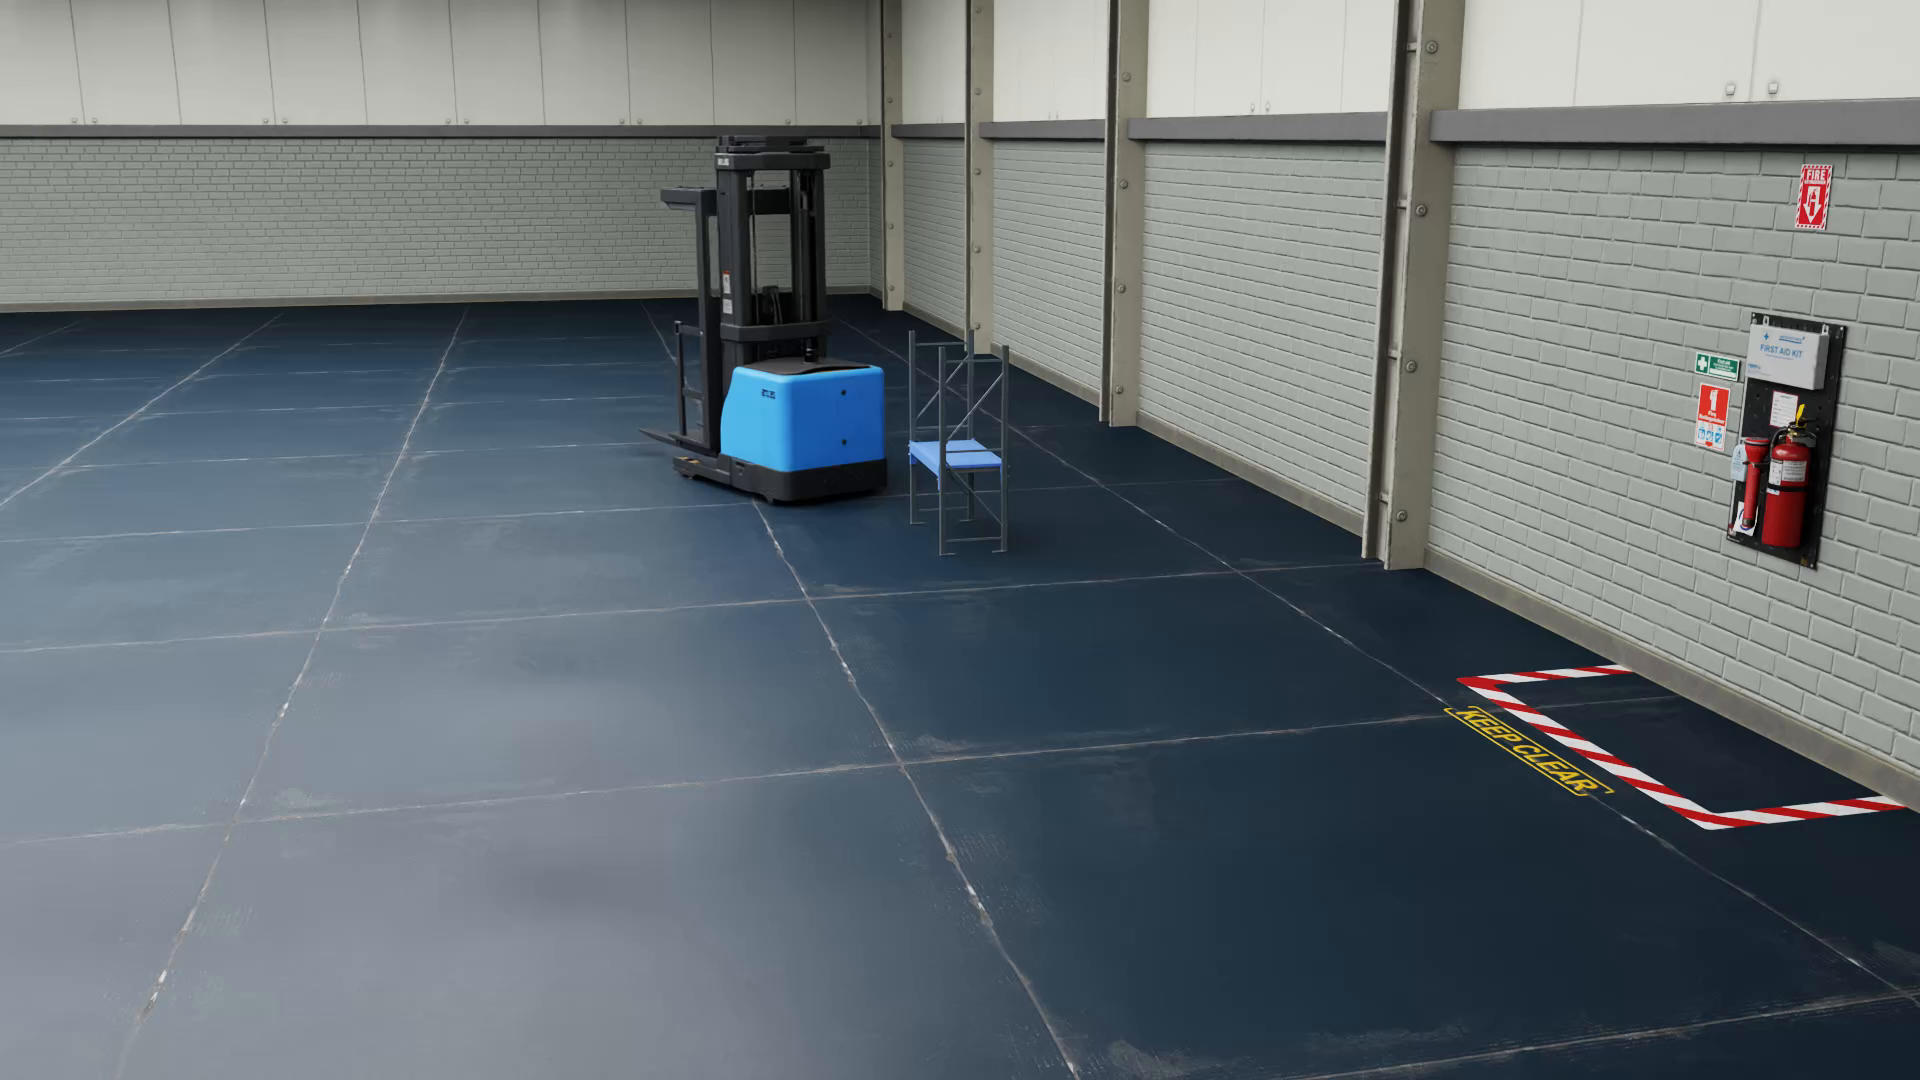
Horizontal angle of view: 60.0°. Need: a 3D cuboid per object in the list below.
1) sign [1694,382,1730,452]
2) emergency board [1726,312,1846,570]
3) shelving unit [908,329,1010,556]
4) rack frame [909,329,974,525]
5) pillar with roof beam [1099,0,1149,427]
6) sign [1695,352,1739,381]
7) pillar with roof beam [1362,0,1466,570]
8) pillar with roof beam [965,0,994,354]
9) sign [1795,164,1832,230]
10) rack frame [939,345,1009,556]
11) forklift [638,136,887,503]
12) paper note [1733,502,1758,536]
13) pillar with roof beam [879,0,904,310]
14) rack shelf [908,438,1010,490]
[{"bbox_3d":[3.914,-0.641,8.657,0.001,0.329,0.234,-3,14,-13],"label":"sign"},{"bbox_3d":[3.944,-0.491,8.115,0.194,1.169,0.643,-3,14,-13],"label":"emergency board"},{"bbox_3d":[-0.020,-0.748,12.330,0.538,1.500,1.048,-3,14,-13],"label":"shelving unit"},{"bbox_3d":[-0.139,-0.866,12.810,0.500,1.500,0.032,-3,14,-13],"label":"rack frame"},{"bbox_3d":[-2.516,-5.361,15.410,9.100,9.000,0.400,-3,14,-13],"label":"pillar with roof beam"},{"bbox_3d":[3.907,-0.897,8.587,0.001,0.109,0.331,-3,14,-13],"label":"sign"},{"bbox_3d":[-1.106,-3.977,9.744,9.100,9.000,0.400,-3,14,-13],"label":"pillar with roof beam"},{"bbox_3d":[-3.925,-6.745,21.075,9.100,9.000,0.400,-3,14,-13],"label":"pillar with roof beam"},{"bbox_3d":[4.039,-1.624,7.870,0.001,0.298,0.199,-3,14,-13],"label":"sign"},{"bbox_3d":[0.099,-0.631,11.850,0.500,1.500,0.032,-3,14,-13],"label":"rack frame"},{"bbox_3d":[-1.892,-2.021,14.522,1.130,2.935,3.031,-10,17,-35],"label":"forklift"},{"bbox_3d":[3.970,-0.107,8.403,0.016,0.148,0.142,-3,14,-13],"label":"paper note"},{"bbox_3d":[-5.334,-8.129,26.741,9.100,9.000,0.400,-3,14,-13],"label":"pillar with roof beam"},{"bbox_3d":[-0.020,-0.574,12.372,0.538,0.185,1.000,-3,14,-13],"label":"rack shelf"}]
